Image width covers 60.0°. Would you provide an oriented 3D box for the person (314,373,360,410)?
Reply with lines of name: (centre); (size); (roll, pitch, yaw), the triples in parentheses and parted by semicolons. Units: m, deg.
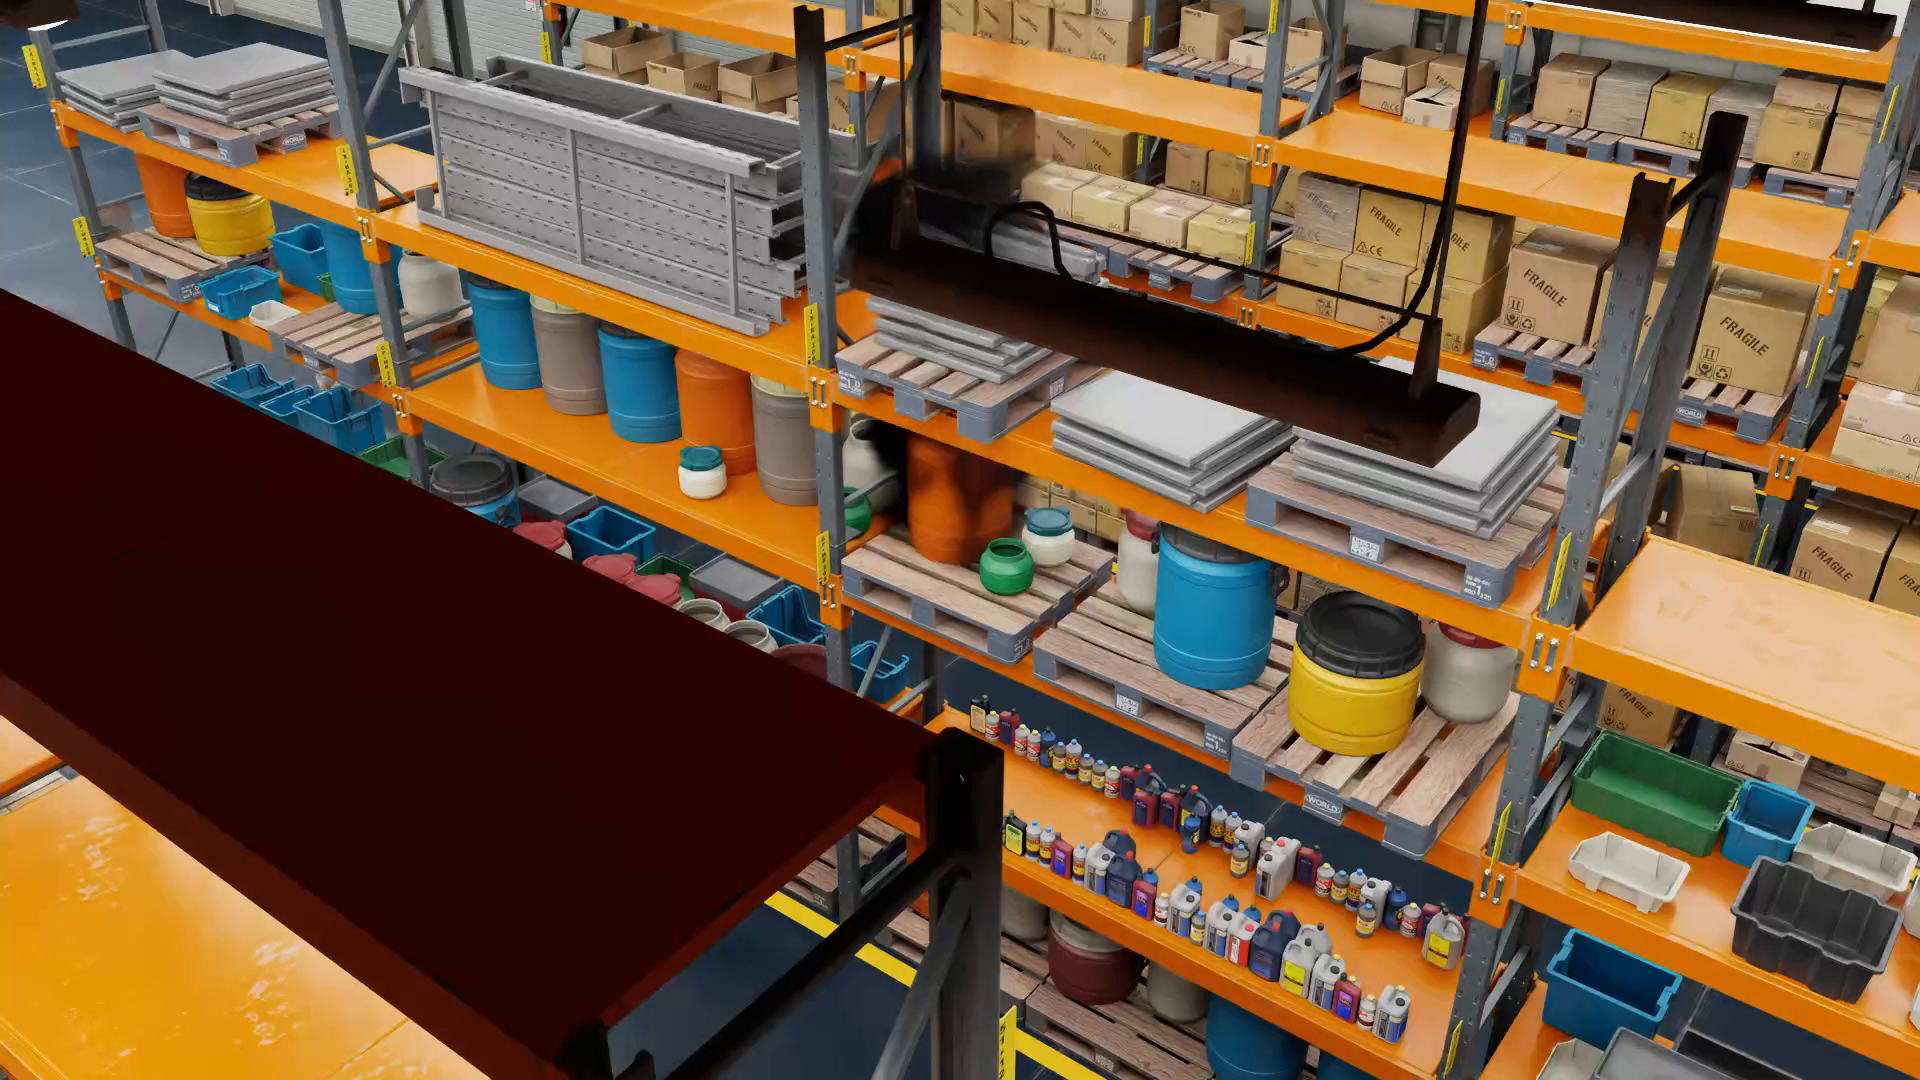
person: (-6.041, -1.497, 16.065); (0.684, 1.794, 0.684); (5, 32, 9)
